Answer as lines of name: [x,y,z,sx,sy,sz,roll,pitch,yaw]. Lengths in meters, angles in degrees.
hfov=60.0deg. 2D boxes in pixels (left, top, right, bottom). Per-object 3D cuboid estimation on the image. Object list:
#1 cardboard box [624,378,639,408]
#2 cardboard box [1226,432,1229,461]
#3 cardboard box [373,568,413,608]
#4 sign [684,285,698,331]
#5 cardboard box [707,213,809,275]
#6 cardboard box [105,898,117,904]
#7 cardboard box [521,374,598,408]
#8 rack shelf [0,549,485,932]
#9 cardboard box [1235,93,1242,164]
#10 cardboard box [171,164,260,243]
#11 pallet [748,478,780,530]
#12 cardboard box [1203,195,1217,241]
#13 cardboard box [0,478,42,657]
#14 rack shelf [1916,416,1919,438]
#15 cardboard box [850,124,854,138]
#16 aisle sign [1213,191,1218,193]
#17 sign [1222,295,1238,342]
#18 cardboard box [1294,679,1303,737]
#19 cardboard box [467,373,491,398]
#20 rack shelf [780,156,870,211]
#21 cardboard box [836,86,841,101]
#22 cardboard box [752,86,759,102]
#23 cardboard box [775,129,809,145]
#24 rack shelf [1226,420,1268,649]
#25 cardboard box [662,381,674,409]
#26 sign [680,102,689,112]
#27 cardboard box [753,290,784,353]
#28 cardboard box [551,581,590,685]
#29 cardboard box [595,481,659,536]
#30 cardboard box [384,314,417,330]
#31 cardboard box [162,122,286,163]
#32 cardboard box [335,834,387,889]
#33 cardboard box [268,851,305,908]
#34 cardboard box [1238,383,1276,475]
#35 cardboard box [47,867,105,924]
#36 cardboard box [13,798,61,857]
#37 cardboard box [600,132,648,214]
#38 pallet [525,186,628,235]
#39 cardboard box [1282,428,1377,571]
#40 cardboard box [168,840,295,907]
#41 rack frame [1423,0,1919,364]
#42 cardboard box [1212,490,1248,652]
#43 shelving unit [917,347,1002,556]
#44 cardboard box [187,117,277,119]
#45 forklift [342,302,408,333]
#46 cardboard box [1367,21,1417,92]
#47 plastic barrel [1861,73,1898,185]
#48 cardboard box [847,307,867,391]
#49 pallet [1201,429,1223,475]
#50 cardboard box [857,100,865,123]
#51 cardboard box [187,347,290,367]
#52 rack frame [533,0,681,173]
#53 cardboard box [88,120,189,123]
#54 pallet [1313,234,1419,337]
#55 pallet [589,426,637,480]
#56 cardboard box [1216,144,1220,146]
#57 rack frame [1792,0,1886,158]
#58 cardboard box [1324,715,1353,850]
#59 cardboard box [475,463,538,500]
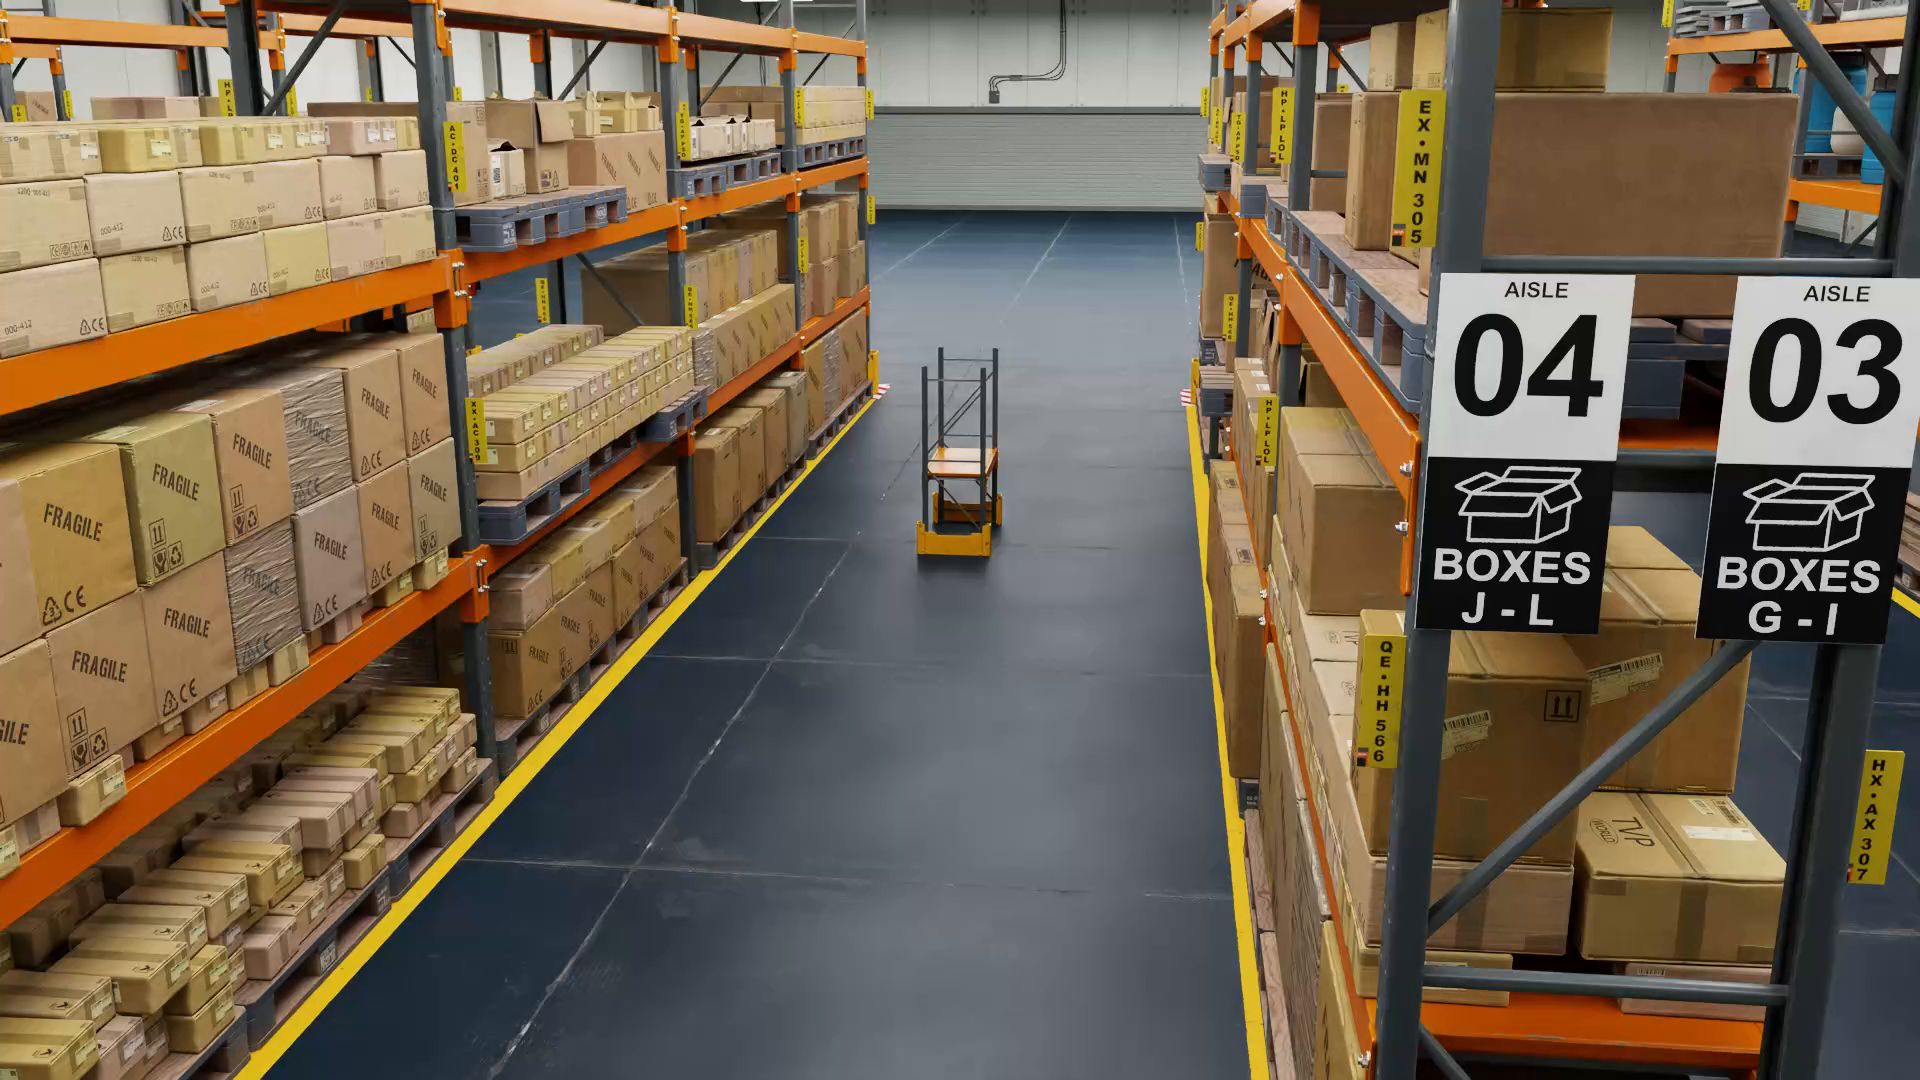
cardboard box: [-2.244,-0.927,10.452,0.380,0.149,0.250,2,15,8]
cardboard box: [2.645,-0.623,14.164,0.700,0.500,0.500,0,15,1]
cardboard box: [-2.758,0.199,7.662,0.380,0.149,0.250,2,15,8]
sign: [-1.957,-1.686,12.083,0.100,0.325,0.005,2,15,6]
cardboard box: [-1.970,-2.904,16.300,0.875,0.550,0.550,2,15,6]
cardboard box: [-3.474,1.445,6.657,0.380,0.149,0.250,2,15,9]
cardboard box: [-2.331,-0.868,9.664,0.380,0.149,0.250,2,15,6]
rack shelf: [-3.174,0.725,6.613,1.077,0.370,4.000,2,15,6]
cardboard box: [2.272,-3.008,12.145,0.500,0.500,0.500,2,15,6]
cardboard box: [-2.910,-1.224,6.026,0.500,0.250,0.500,1,15,4]
pallet: [-2.193,-0.350,14.553,1.003,0.211,1.213,2,15,6]
cardboard box: [2.926,-3.492,18.151,0.500,0.500,0.500,2,15,6]
cardboard box: [-3.085,0.113,4.820,0.500,0.500,0.500,2,15,6]
rack shelf: [7.567,-1.032,13.110,1.077,0.370,4.000,2,15,6]
cardboard box: [-1.382,-4.537,18.435,0.380,0.149,0.250,2,15,7]
aisle sign: [3.032,-4.361,19.063,0.394,0.787,0.004,2,15,6]
sign: [1.880,-1.541,11.546,0.100,0.325,0.005,2,15,6]
cardboard box: [1.430,0.624,6.090,0.380,0.149,0.250,1,15,5]
cardboard box: [-2.976,-0.888,9.737,0.380,0.149,0.250,1,15,4]
rack shelf: [-1.820,-3.835,17.732,1.077,0.370,4.000,2,15,6]
cardboard box: [-1.467,-4.723,17.594,0.380,0.149,0.250,2,15,7]
cardboard box: [-2.235,-4.478,16.689,0.380,0.149,0.250,2,15,7]
cardboard box: [-1.667,-3.878,15.996,0.380,0.149,0.250,1,15,5]
rack shelf: [2.194,-0.140,9.813,1.077,0.370,4.000,2,15,6]
cardboard box: [-2.154,-0.987,11.244,0.380,0.149,0.250,2,15,7]
sign: [-2.597,-3.968,15.700,0.100,0.325,0.005,2,15,6]
cardboard box: [-1.896,-1.990,15.084,0.500,0.500,0.500,2,15,6]
cardboard box: [-2.543,0.542,9.896,0.500,0.500,0.500,2,15,9]
cardboard box: [-2.360,-0.220,11.278,0.500,0.250,0.500,2,15,7]
cardboard box: [-6.393,-2.478,18.862,0.380,0.149,0.250,2,15,9]
cardboard box: [-2.832,-1.525,6.375,0.380,0.149,0.250,2,15,6]
cardboard box: [-2.771,1.413,7.349,0.380,0.149,0.250,2,15,6]
cardboard box: [-2.957,1.386,6.877,0.380,0.149,0.250,2,15,9]
cardboard box: [1.984,-0.670,10.201,0.500,0.500,0.500,1,15,5]
cardboard box: [-3.536,1.367,6.378,0.380,0.149,0.250,2,15,8]
cardboard box: [-3.050,0.876,5.157,0.380,0.149,0.250,2,15,8]
cardboard box: [-2.352,-2.389,10.813,0.500,0.500,0.500,2,15,6]
pallet: [-2.659,-1.925,9.646,1.213,0.211,1.003,2,15,6]
cardboard box: [1.597,-0.158,6.780,0.500,0.500,0.500,2,15,6]
cardboard box: [-2.874,1.315,6.571,0.380,0.149,0.250,2,15,7]
rack frame: [1.517,-1.827,3.181,1.000,3.000,0.127,2,15,6]
cardboard box: [2.213,0.226,10.346,1.225,0.875,0.875,2,15,6]
shelving unit: [0.009,-0.744,13.539,0.587,1.500,1.083,2,15,6]
cardboard box: [-3.286,-1.813,7.438,0.380,0.149,0.250,1,15,4]
forklift: [-4.896,-1.474,13.497,1.130,2.935,3.031,1,15,5]
cardboard box: [1.856,-1.834,6.329,0.500,0.250,0.500,1,15,3]
plastic barrel: [7.951,-3.450,13.966,0.600,0.901,0.708,2,15,6]
cardboard box: [-1.605,-2.253,19.512,0.875,0.875,0.875,2,15,7]
pallet: [2.912,-0.873,16.486,1.003,0.211,1.213,2,15,6]
cardboard box: [-1.372,-4.888,18.969,0.500,0.250,0.500,2,15,7]
cardboard box: [-3.285,-0.571,7.350,0.500,0.500,0.500,1,15,5]
rack frame: [-2.497,-4.075,11.491,1.000,3.000,0.127,2,15,6]
cardboard box: [-3.341,-1.612,6.697,0.380,0.149,0.250,1,15,4]
pallet: [1.726,-0.847,5.470,1.003,0.211,1.213,2,15,6]
pallet: [-2.680,-0.571,10.396,1.003,0.211,1.213,2,15,6]
cardboard box: [2.690,-3.911,16.157,0.380,0.149,0.250,1,15,5]
rack frame: [7.793,-4.794,14.151,1.000,3.000,0.127,2,15,6]
cardboard box: [1.366,0.732,4.925,0.500,0.250,0.500,1,15,5]
cardboard box: [-2.447,-0.311,8.743,0.380,0.149,0.250,1,15,4]
